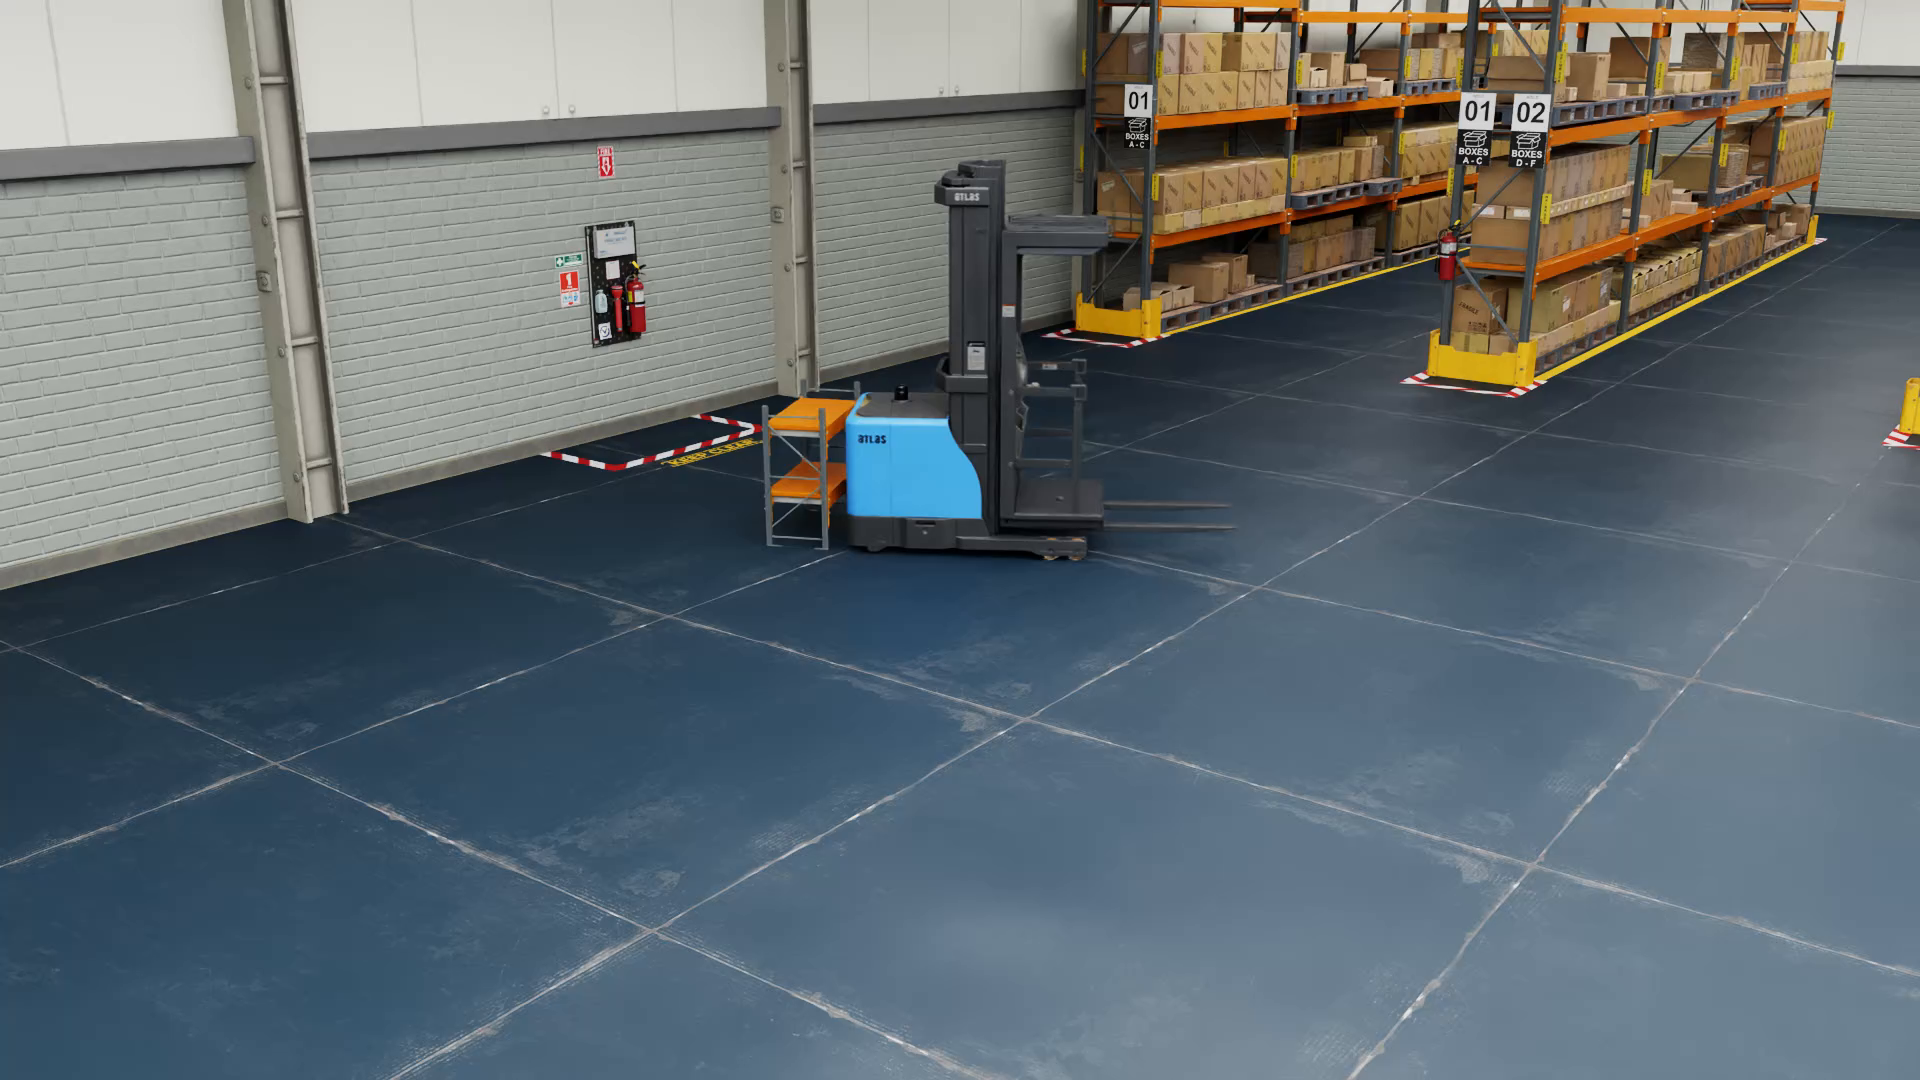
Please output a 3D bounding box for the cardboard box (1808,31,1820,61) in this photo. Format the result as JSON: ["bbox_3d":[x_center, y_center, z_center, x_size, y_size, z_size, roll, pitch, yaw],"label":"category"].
[{"bbox_3d":[14.695,-8.709,29.319,0.700,0.500,0.500,12,21,35],"label":"cardboard box"}]

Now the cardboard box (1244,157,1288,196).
[{"bbox_3d":[4.402,-5.264,24.091,0.500,0.500,0.500,12,21,35],"label":"cardboard box"}]

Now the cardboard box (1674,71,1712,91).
[{"bbox_3d":[10.574,-6.657,24.109,0.500,0.250,0.500,11,20,31],"label":"cardboard box"}]

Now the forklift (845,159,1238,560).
[{"bbox_3d":[0.652,-1.409,12.840,3.031,2.935,1.130,1,17,4],"label":"forklift"}]

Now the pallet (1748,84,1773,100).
[{"bbox_3d":[12.122,-7.118,26.367,1.213,0.211,1.003,12,21,35],"label":"pallet"}]

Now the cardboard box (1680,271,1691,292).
[{"bbox_3d":[10.377,-3.809,24.380,0.500,0.250,0.500,12,21,34],"label":"cardboard box"}]

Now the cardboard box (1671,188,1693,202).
[{"bbox_3d":[10.547,-5.092,24.733,0.500,0.311,0.500,14,22,38],"label":"cardboard box"}]

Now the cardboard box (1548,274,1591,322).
[{"bbox_3d":[7.426,-2.999,20.506,0.500,0.500,0.500,12,21,35],"label":"cardboard box"}]

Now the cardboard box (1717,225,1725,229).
[{"bbox_3d":[12.390,-4.981,27.699,0.500,0.500,0.500,13,21,35],"label":"cardboard box"}]

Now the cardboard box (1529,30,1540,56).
[{"bbox_3d":[10.757,-9.495,31.815,0.500,0.500,0.500,11,21,32],"label":"cardboard box"}]

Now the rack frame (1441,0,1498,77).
[{"bbox_3d":[9.202,-9.906,29.968,1.000,3.000,0.127,12,21,35],"label":"rack frame"}]

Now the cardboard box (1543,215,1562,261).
[{"bbox_3d":[6.630,-3.590,19.579,0.700,0.500,0.500,13,22,36],"label":"cardboard box"}]

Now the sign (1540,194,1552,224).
[{"bbox_3d":[6.474,-3.660,18.377,0.100,0.325,0.005,12,21,35],"label":"sign"}]

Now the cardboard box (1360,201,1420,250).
[{"bbox_3d":[7.362,-5.414,28.536,0.750,0.750,0.750,12,21,34],"label":"cardboard box"}]

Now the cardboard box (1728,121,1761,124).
[{"bbox_3d":[13.579,-6.980,28.808,0.500,0.500,0.500,12,21,34],"label":"cardboard box"}]

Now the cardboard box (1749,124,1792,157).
[{"bbox_3d":[13.689,-6.754,28.080,0.500,0.500,0.500,13,22,36],"label":"cardboard box"}]

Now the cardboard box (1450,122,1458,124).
[{"bbox_3d":[9.129,-7.442,30.181,0.500,0.250,0.500,13,22,36],"label":"cardboard box"}]

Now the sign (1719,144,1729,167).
[{"bbox_3d":[11.247,-5.669,24.489,0.100,0.325,0.005,12,21,35],"label":"sign"}]

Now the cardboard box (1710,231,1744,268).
[{"bbox_3d":[12.217,-4.657,26.656,0.500,0.500,0.500,12,21,33],"label":"cardboard box"}]

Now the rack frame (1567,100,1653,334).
[{"bbox_3d":[8.416,-4.261,21.906,1.000,3.000,0.127,12,21,35],"label":"rack frame"}]

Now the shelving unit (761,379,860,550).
[{"bbox_3d":[-1.171,-0.627,13.365,0.538,1.125,1.048,4,18,11],"label":"shelving unit"}]

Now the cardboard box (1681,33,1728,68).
[{"bbox_3d":[11.064,-7.274,24.697,0.500,0.500,0.500,12,21,35],"label":"cardboard box"}]

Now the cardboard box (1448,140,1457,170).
[{"bbox_3d":[8.527,-6.844,29.521,0.500,0.500,0.500,12,21,35],"label":"cardboard box"}]

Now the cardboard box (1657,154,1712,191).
[{"bbox_3d":[11.084,-5.632,25.444,0.700,0.500,0.500,5,18,16],"label":"cardboard box"}]

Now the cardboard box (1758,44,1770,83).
[{"bbox_3d":[12.823,-7.788,27.160,0.600,0.600,0.600,10,20,30],"label":"cardboard box"}]

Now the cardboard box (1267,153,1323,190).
[{"bbox_3d":[5.104,-5.640,25.437,0.700,0.500,0.500,15,23,40],"label":"cardboard box"}]

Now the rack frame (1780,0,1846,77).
[{"bbox_3d":[15.566,-9.984,30.220,1.000,3.000,0.127,12,21,35],"label":"rack frame"}]

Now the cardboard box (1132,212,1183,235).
[{"bbox_3d":[2.597,-4.180,21.867,0.500,0.250,0.500,12,21,33],"label":"cardboard box"}]

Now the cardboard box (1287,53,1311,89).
[{"bbox_3d":[4.825,-6.932,24.574,0.500,0.500,0.500,16,24,42],"label":"cardboard box"}]

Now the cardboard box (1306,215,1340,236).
[{"bbox_3d":[5.739,-5.033,26.603,0.500,0.250,0.500,12,21,34],"label":"cardboard box"}]

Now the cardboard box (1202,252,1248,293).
[{"bbox_3d":[3.849,-3.897,24.208,0.500,0.500,0.500,11,20,31],"label":"cardboard box"}]

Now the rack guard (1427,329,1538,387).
[{"bbox_3d":[6.018,-2.108,19.190,1.175,0.500,0.348,12,21,35],"label":"rack guard"}]

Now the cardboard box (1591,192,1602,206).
[{"bbox_3d":[7.668,-4.213,20.491,0.380,0.149,0.250,13,22,36],"label":"cardboard box"}]

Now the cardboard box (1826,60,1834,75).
[{"bbox_3d":[15.464,-8.551,30.074,0.500,0.250,0.500,12,21,35],"label":"cardboard box"}]

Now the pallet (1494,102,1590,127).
[{"bbox_3d":[6.474,-4.862,18.934,1.003,0.211,1.213,12,21,35],"label":"pallet"}]

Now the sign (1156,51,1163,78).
[{"bbox_3d":[2.488,-5.936,20.771,0.100,0.325,0.005,12,21,35],"label":"sign"}]

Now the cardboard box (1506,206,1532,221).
[{"bbox_3d":[6.439,-3.721,18.905,0.380,0.149,0.250,12,21,34],"label":"cardboard box"}]

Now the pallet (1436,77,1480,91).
[{"bbox_3d":[8.695,-8.155,29.710,0.805,0.209,1.217,11,21,33],"label":"pallet"}]

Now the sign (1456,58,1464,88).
[{"bbox_3d":[5.605,-5.225,18.593,0.100,0.325,0.005,12,21,35],"label":"sign"}]

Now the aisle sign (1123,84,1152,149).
[{"bbox_3d":[2.250,-5.354,21.042,0.394,0.787,0.004,12,21,35],"label":"aisle sign"}]

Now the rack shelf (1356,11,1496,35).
[{"bbox_3d":[8.010,-8.895,28.600,1.077,0.370,4.000,12,21,35],"label":"rack shelf"}]

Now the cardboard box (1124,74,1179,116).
[{"bbox_3d":[2.452,-5.708,21.305,0.500,0.500,0.500,13,22,36],"label":"cardboard box"}]

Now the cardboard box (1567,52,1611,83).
[{"bbox_3d":[7.904,-5.935,21.127,0.500,0.500,0.500,15,22,39],"label":"cardboard box"}]

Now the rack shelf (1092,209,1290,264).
[{"bbox_3d":[3.243,-4.315,23.295,1.077,0.370,4.000,12,21,35],"label":"rack shelf"}]

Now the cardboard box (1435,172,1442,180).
[{"bbox_3d":[8.268,-6.443,29.325,0.380,0.149,0.250,13,22,36],"label":"cardboard box"}]

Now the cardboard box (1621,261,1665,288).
[{"bbox_3d":[9.472,-3.712,23.122,0.500,0.311,0.500,12,21,33],"label":"cardboard box"}]

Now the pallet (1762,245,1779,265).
[{"bbox_3d":[13.592,-4.998,28.981,1.003,0.211,1.213,12,21,35],"label":"pallet"}]

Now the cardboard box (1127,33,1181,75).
[{"bbox_3d":[2.476,-6.199,21.200,0.500,0.500,0.500,11,20,31],"label":"cardboard box"}]

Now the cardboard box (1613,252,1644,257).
[{"bbox_3d":[9.639,-4.048,24.204,0.500,0.311,0.500,12,21,33],"label":"cardboard box"}]

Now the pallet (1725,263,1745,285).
[{"bbox_3d":[12.002,-4.342,26.870,1.003,0.211,1.213,12,21,35],"label":"pallet"}]

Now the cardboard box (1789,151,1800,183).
[{"bbox_3d":[14.307,-6.528,29.040,0.500,0.500,0.500,12,21,34],"label":"cardboard box"}]

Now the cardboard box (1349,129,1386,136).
[{"bbox_3d":[6.880,-6.799,28.112,0.500,0.250,0.500,13,22,36],"label":"cardboard box"}]

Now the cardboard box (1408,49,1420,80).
[{"bbox_3d":[7.335,-8.039,28.106,0.700,0.500,0.500,11,20,32],"label":"cardboard box"}]

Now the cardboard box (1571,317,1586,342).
[{"bbox_3d":[7.426,-2.641,20.618,0.500,0.250,0.500,12,21,35],"label":"cardboard box"}]

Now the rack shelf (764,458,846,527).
[{"bbox_3d":[-1.171,-0.393,13.437,0.538,0.278,1.000,4,18,11],"label":"rack shelf"}]

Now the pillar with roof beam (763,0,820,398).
[{"bbox_3d":[1.656,-5.177,14.742,9.100,9.000,0.400,12,21,35],"label":"pillar with roof beam"}]
